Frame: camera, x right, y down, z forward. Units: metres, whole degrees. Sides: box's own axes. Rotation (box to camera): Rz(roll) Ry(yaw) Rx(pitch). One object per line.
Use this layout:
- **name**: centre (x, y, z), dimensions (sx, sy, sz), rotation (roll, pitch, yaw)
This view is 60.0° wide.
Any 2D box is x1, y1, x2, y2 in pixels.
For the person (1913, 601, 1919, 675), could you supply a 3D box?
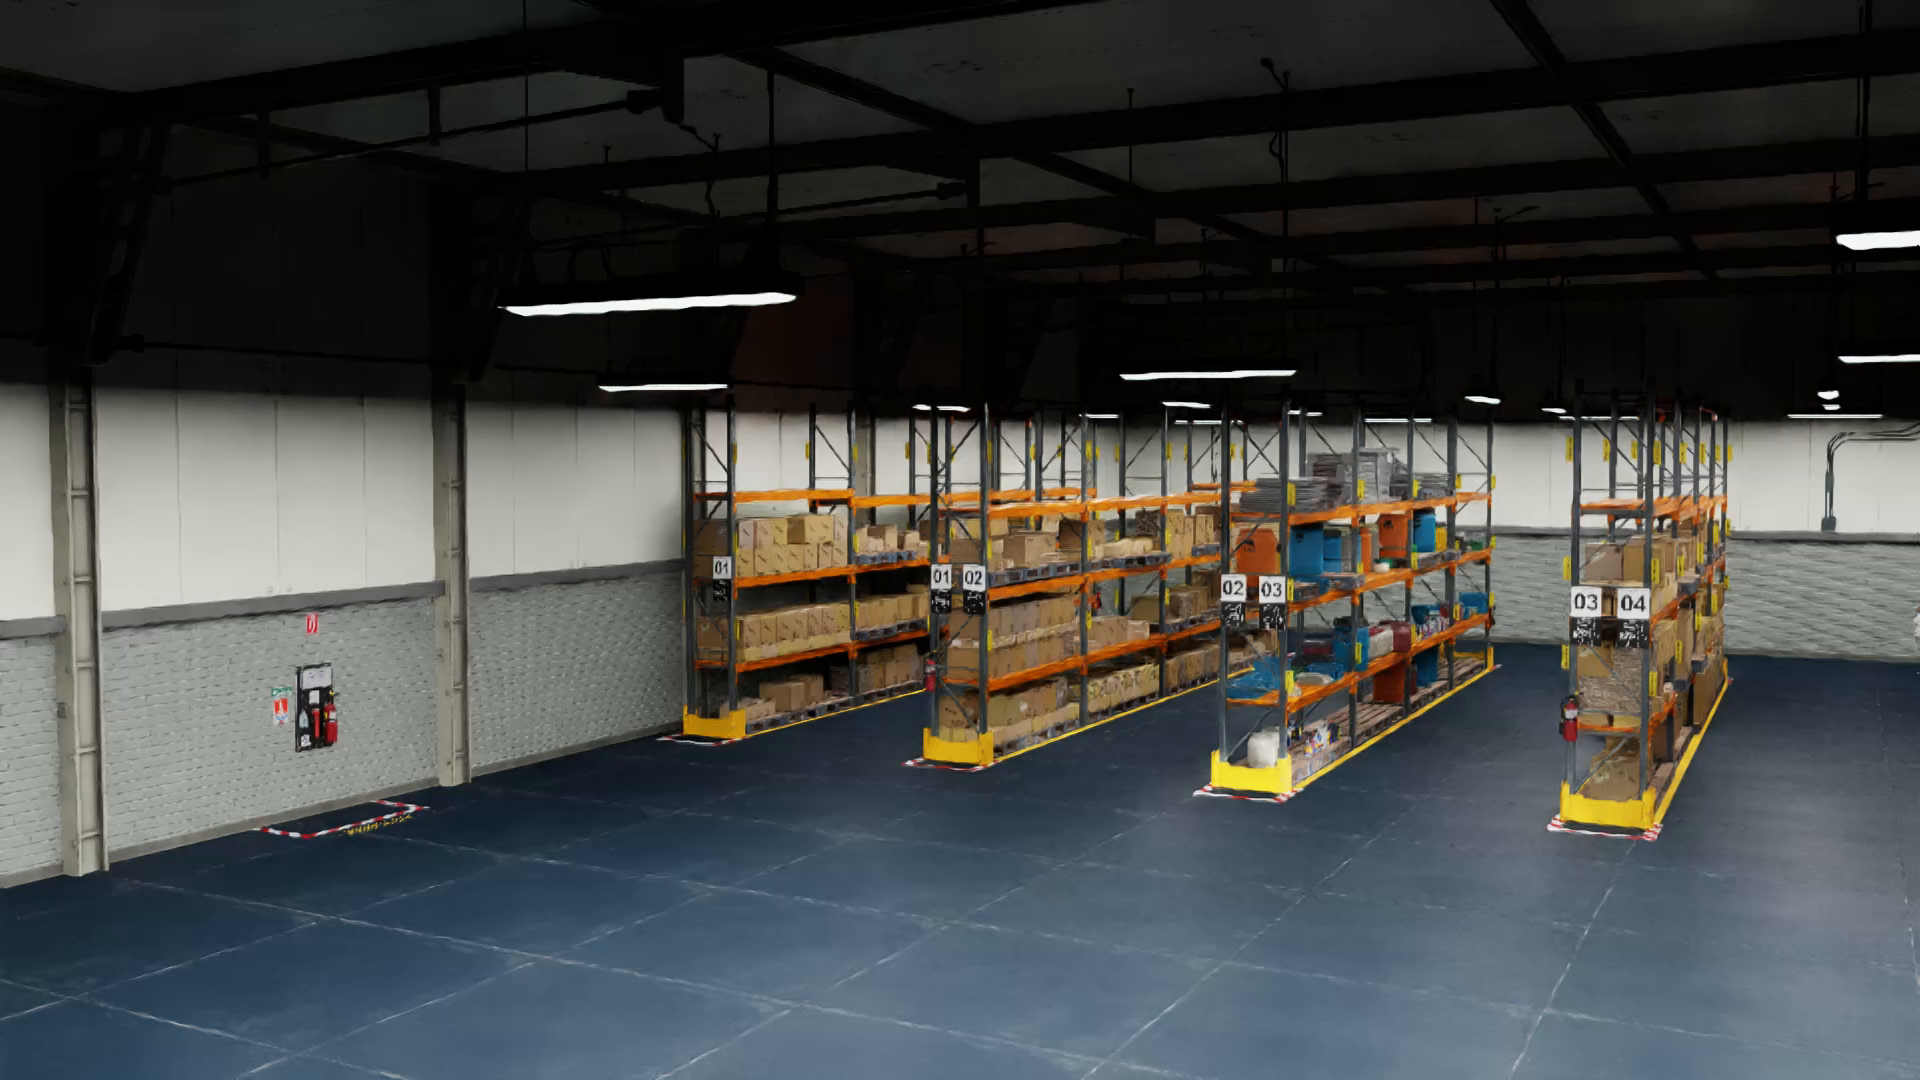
- **person**: centre (21.637, 2.207, 37.204), dimensions (0.456, 1.654, 0.619), rotation (0, 3, -1)
